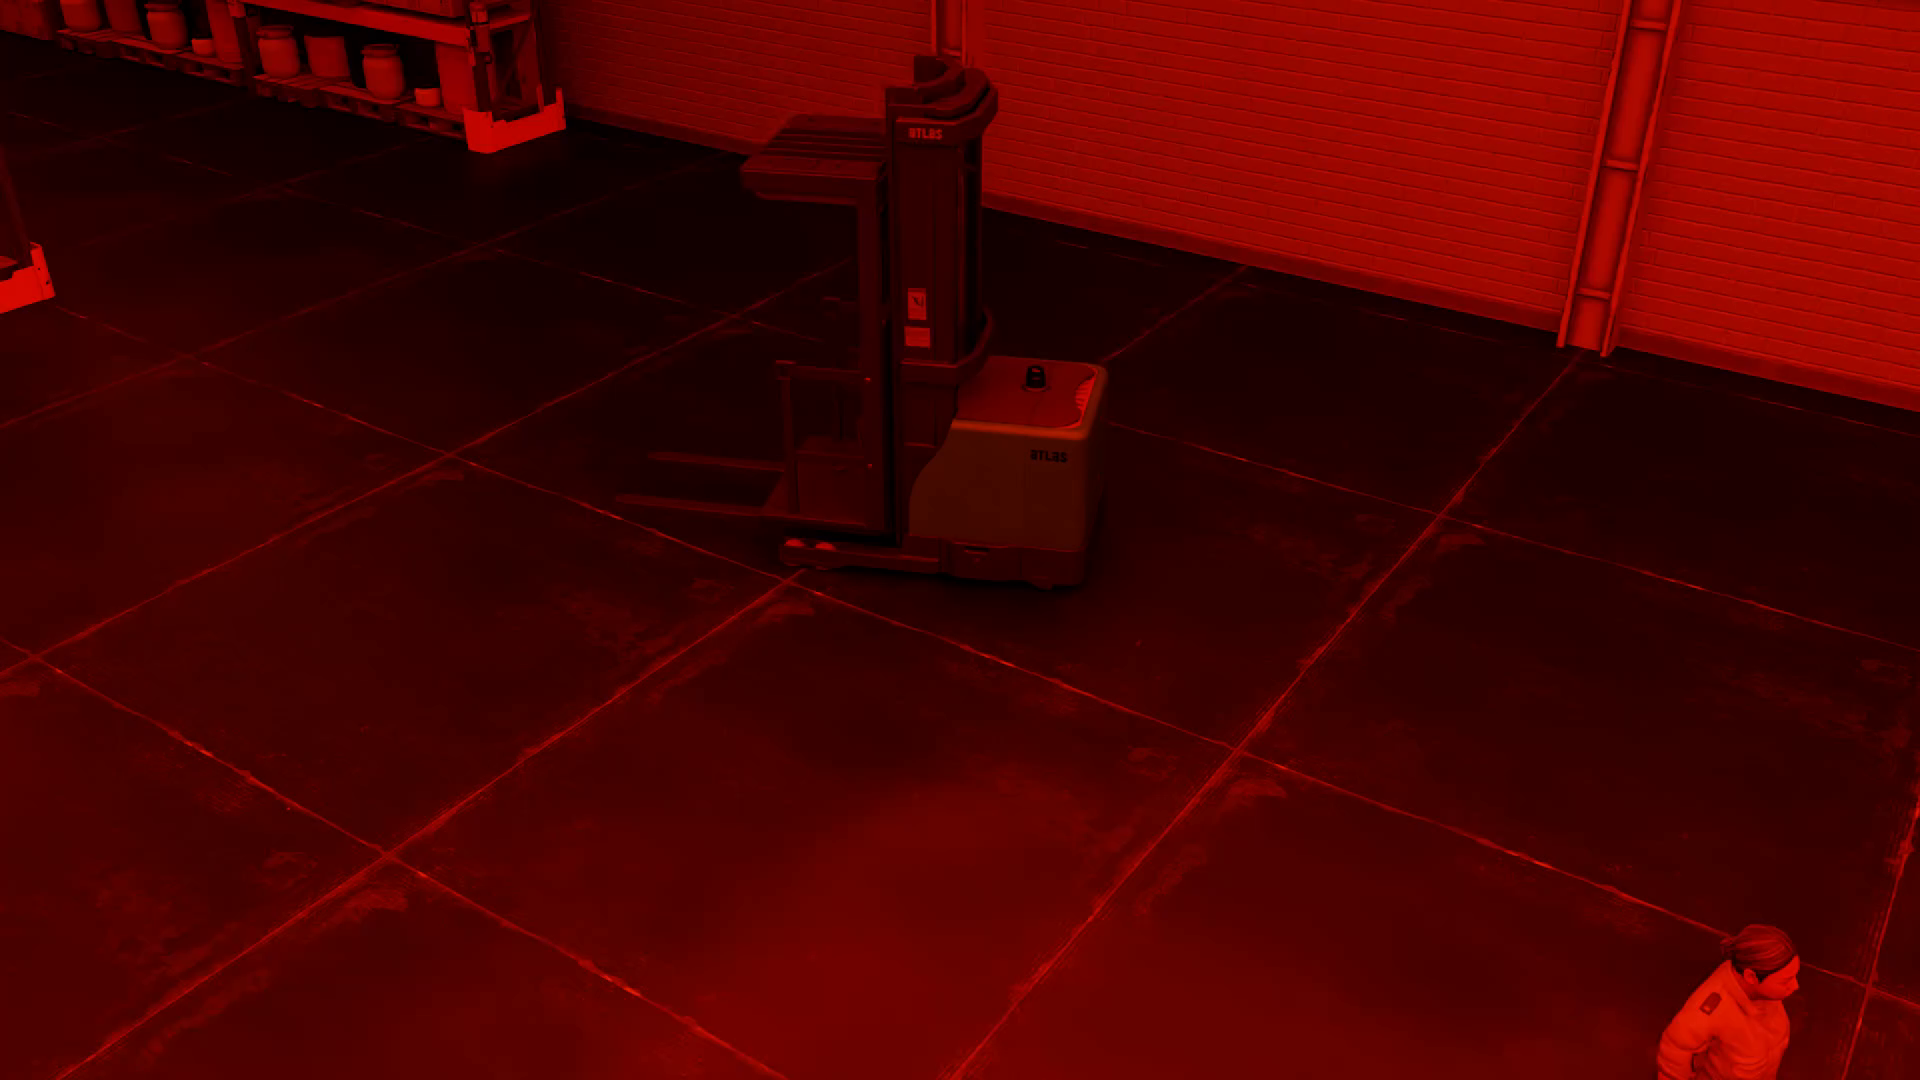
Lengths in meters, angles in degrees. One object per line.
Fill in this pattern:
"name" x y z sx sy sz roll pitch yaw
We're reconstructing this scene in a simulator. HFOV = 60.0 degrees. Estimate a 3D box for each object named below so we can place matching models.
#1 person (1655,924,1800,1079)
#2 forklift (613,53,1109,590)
"person" 2.557 1.951 5.564 0.583 1.645 0.472 -24 38 -35
"forklift" -0.645 -1.335 9.880 3.031 2.935 1.130 6 31 10
